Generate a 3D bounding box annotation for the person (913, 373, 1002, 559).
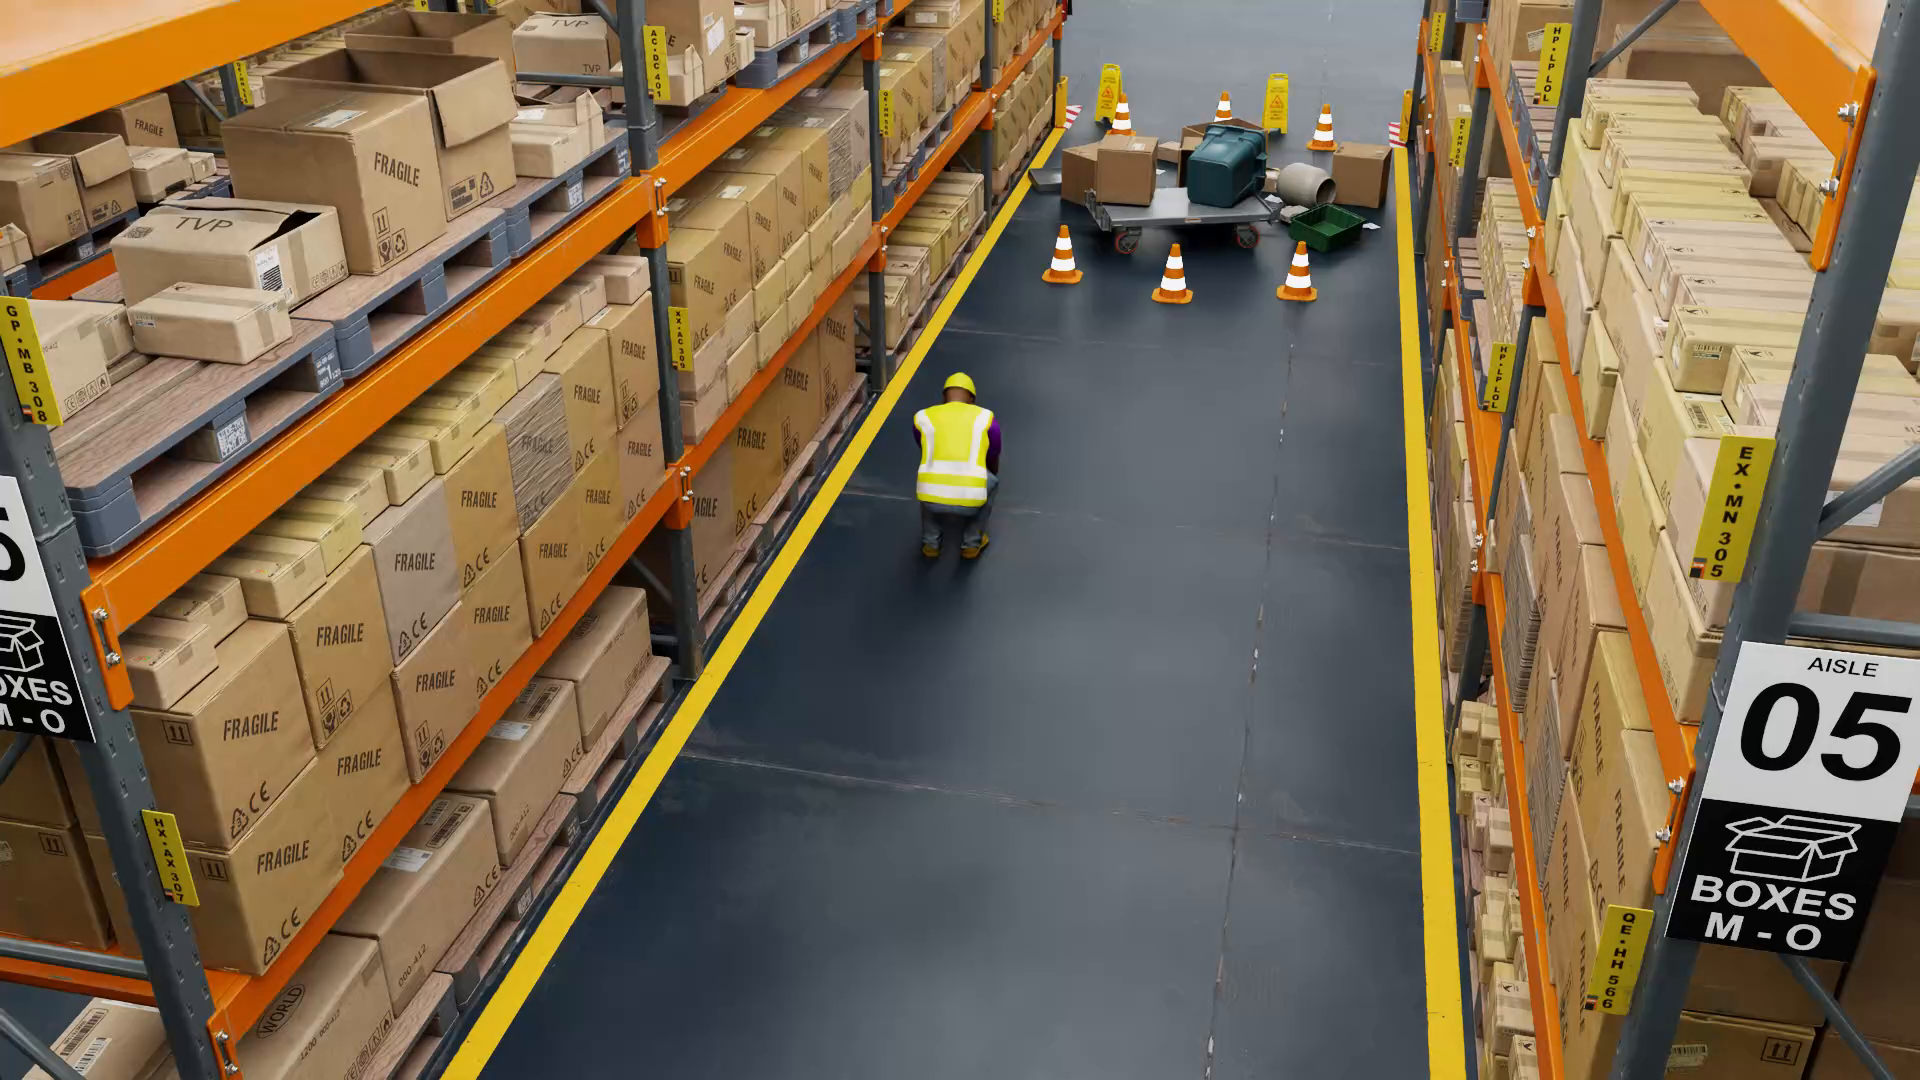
[{"bbox_3d":[-0.036,-0.448,10.222,0.542,1.004,0.918,5,29,10],"label":"person"}]
